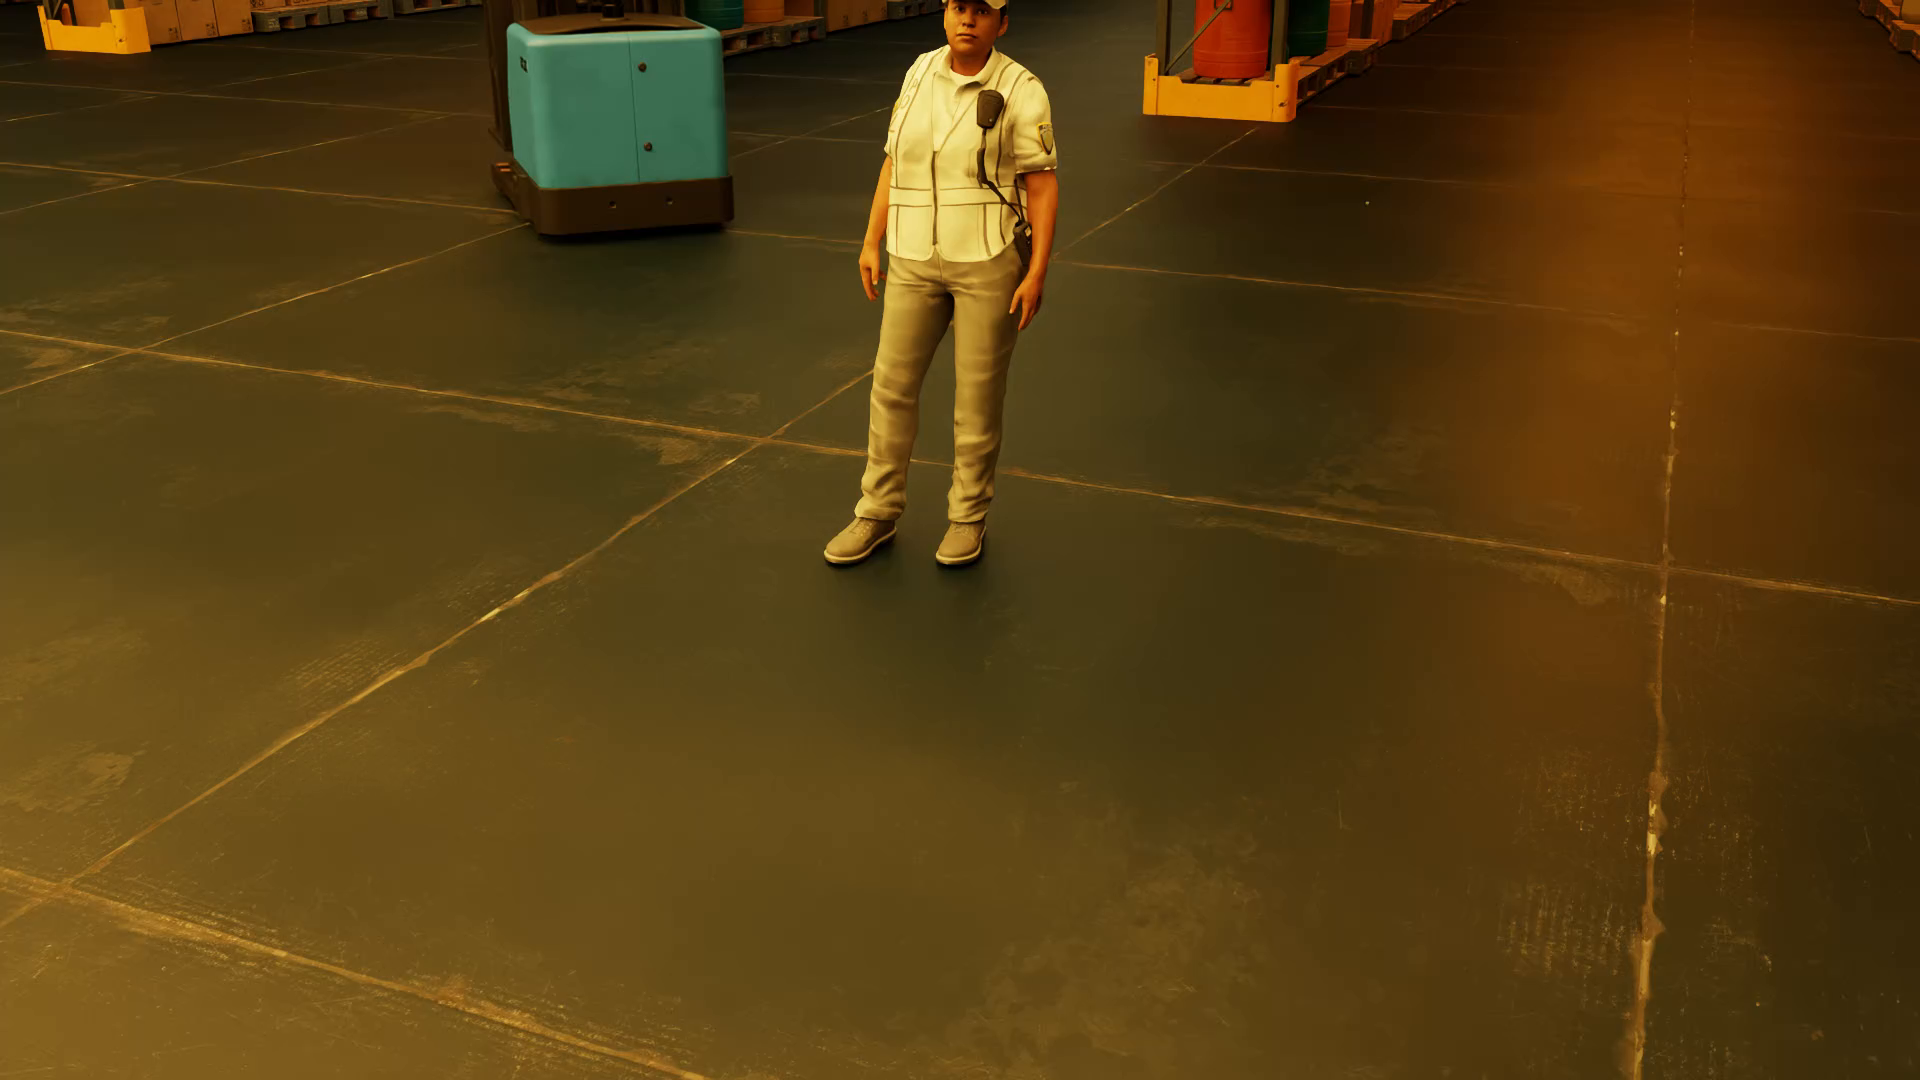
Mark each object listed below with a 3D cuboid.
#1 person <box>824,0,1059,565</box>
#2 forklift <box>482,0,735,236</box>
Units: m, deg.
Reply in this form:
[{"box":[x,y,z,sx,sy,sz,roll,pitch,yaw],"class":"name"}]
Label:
[{"box":[-0.051,-0.751,4.711,0.598,1.670,0.527,9,24,21],"class":"person"},{"box":[-2.250,-3.495,9.655,1.130,2.935,3.031,-9,24,-20],"class":"forklift"}]
